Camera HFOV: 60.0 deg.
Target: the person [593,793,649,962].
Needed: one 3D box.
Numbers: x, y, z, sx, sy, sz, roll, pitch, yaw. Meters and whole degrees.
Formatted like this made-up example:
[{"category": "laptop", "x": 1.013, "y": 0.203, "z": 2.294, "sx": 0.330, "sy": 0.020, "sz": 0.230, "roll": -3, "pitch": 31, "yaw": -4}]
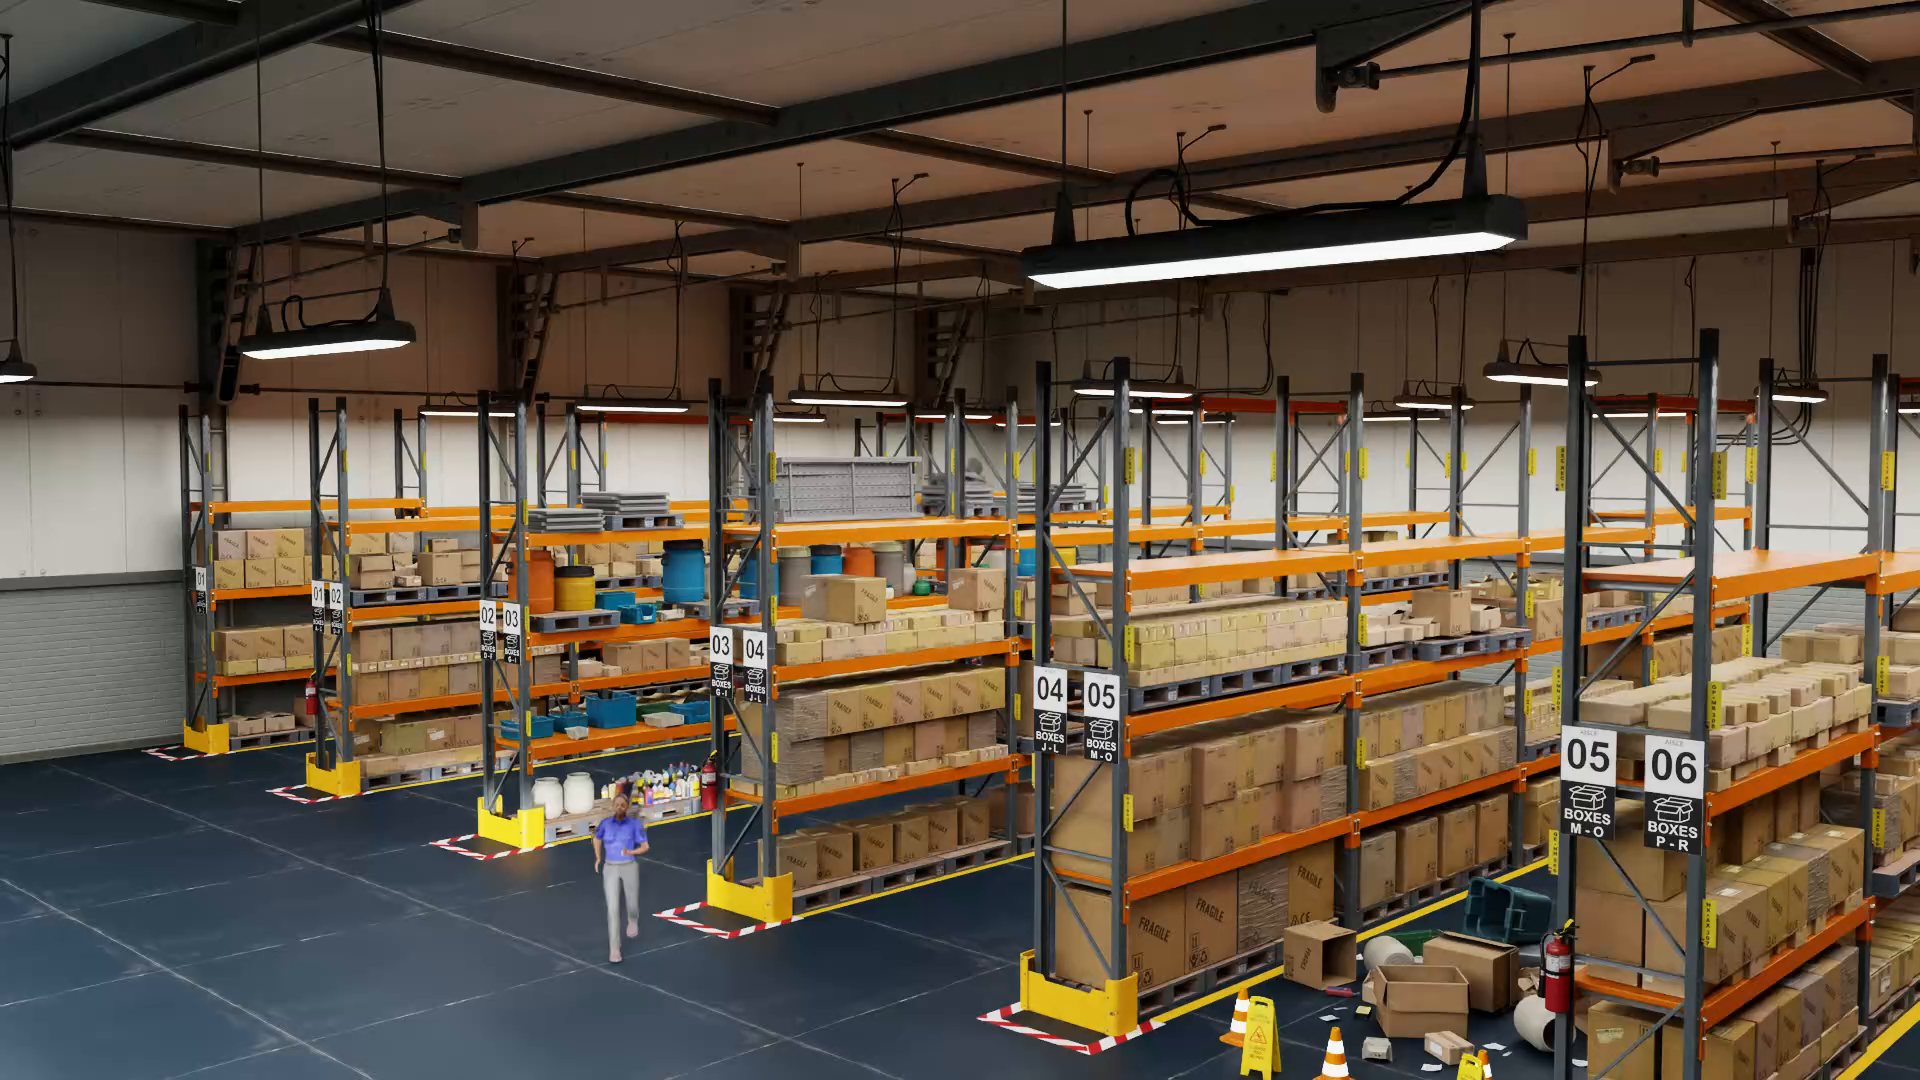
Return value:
[{"category": "person", "x": -3.497, "y": 3.425, "z": 17.142, "sx": 0.583, "sy": 1.632, "sz": 0.919, "roll": 0, "pitch": 3, "yaw": -7}]
